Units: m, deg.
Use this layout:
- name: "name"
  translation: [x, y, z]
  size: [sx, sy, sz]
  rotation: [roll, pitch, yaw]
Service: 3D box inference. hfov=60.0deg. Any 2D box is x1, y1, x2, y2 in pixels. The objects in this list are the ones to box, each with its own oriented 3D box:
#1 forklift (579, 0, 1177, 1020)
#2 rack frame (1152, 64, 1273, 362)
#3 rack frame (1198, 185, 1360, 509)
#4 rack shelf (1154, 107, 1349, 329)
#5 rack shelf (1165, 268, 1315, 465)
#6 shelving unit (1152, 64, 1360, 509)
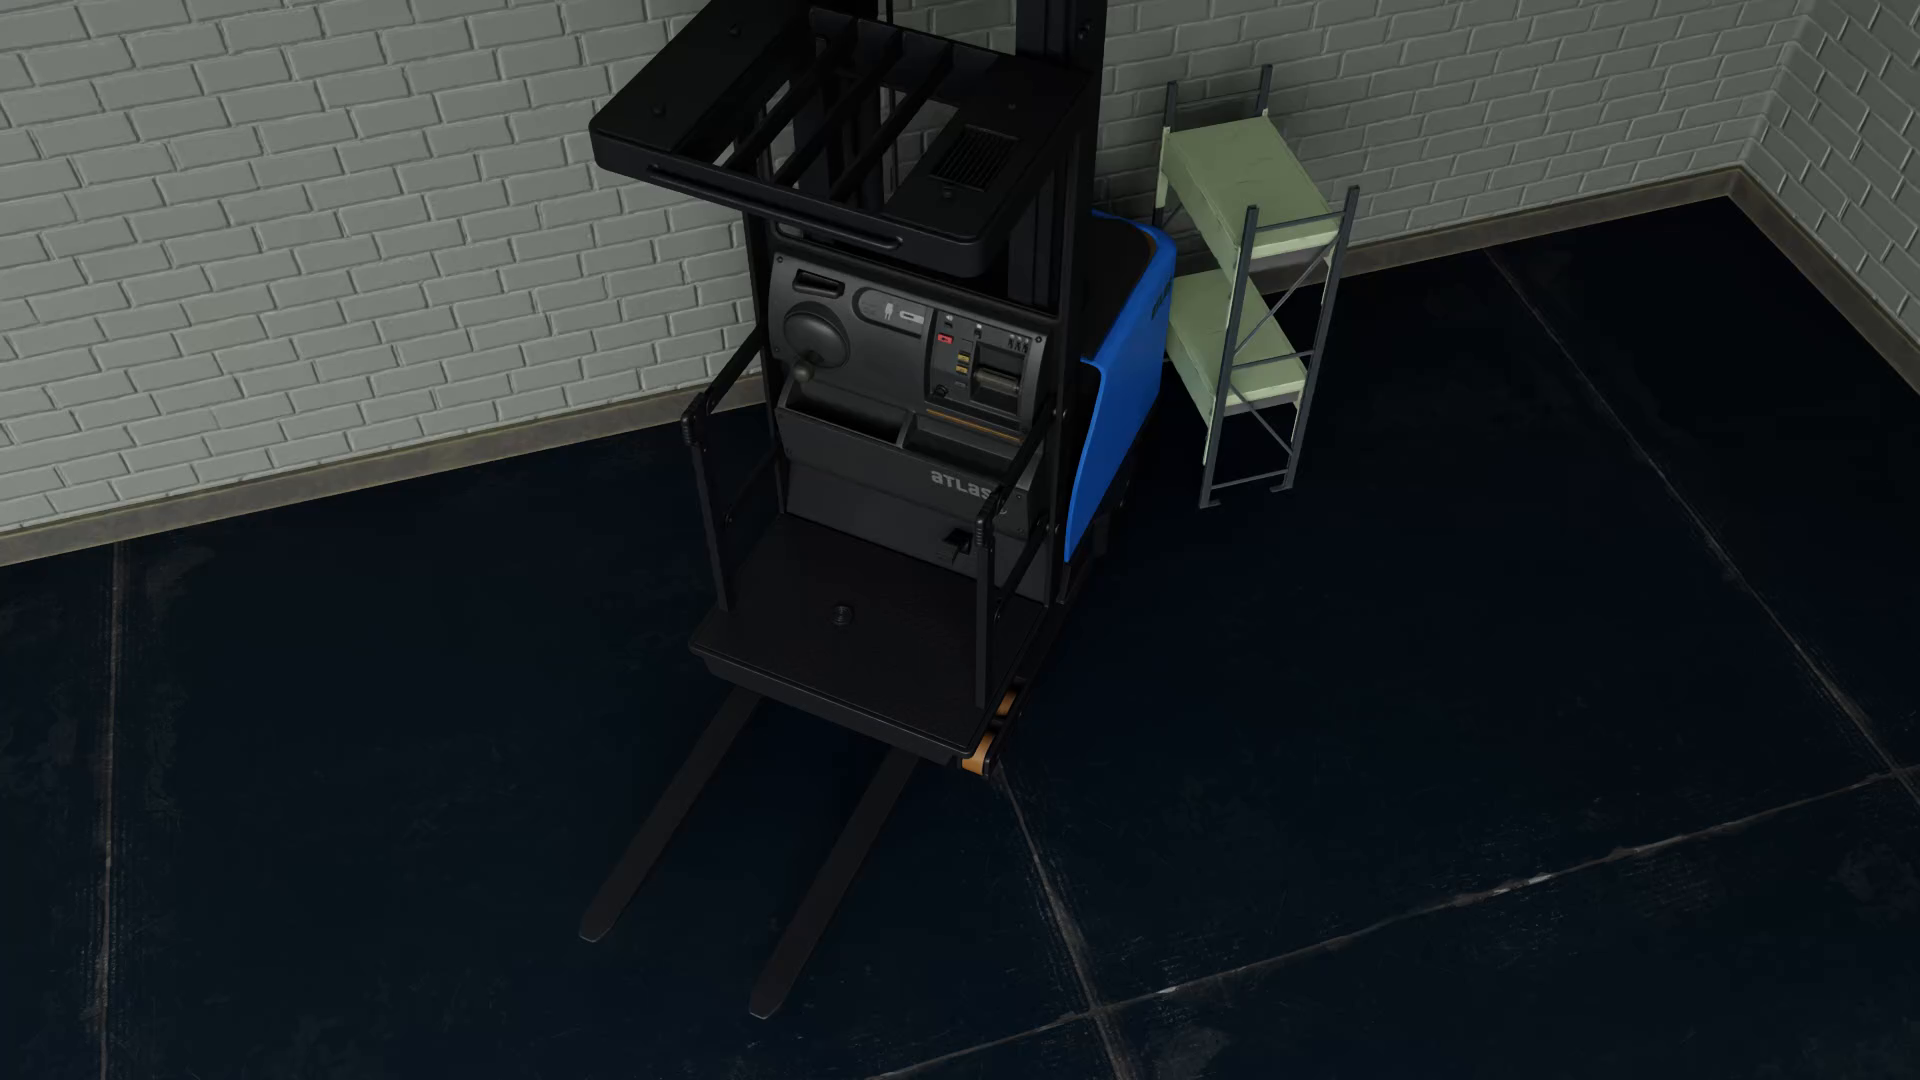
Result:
- name: "forklift"
  translation: [-0.261, -0.509, 5.052]
  size: [1.130, 2.935, 3.031]
  rotation: [19, 53, 16]
- name: "rack frame"
  translation: [0.939, -1.195, 6.566]
  size: [0.400, 1.500, 0.023]
  rotation: [-13, 51, -11]
- name: "rack frame"
  translation: [1.147, -0.659, 6.114]
  size: [0.400, 1.500, 0.023]
  rotation: [-13, 51, -11]
- name: "rack shelf"
  translation: [1.043, -1.178, 6.042]
  size: [0.431, 0.370, 0.720]
  rotation: [-13, 51, -11]
- name: "rack shelf"
  translation: [1.043, -0.717, 6.589]
  size: [0.431, 0.370, 0.720]
  rotation: [-13, 51, -11]
- name: "shelving unit"
  translation: [1.043, -0.927, 6.340]
  size: [0.431, 1.500, 0.755]
  rotation: [-13, 51, -11]
